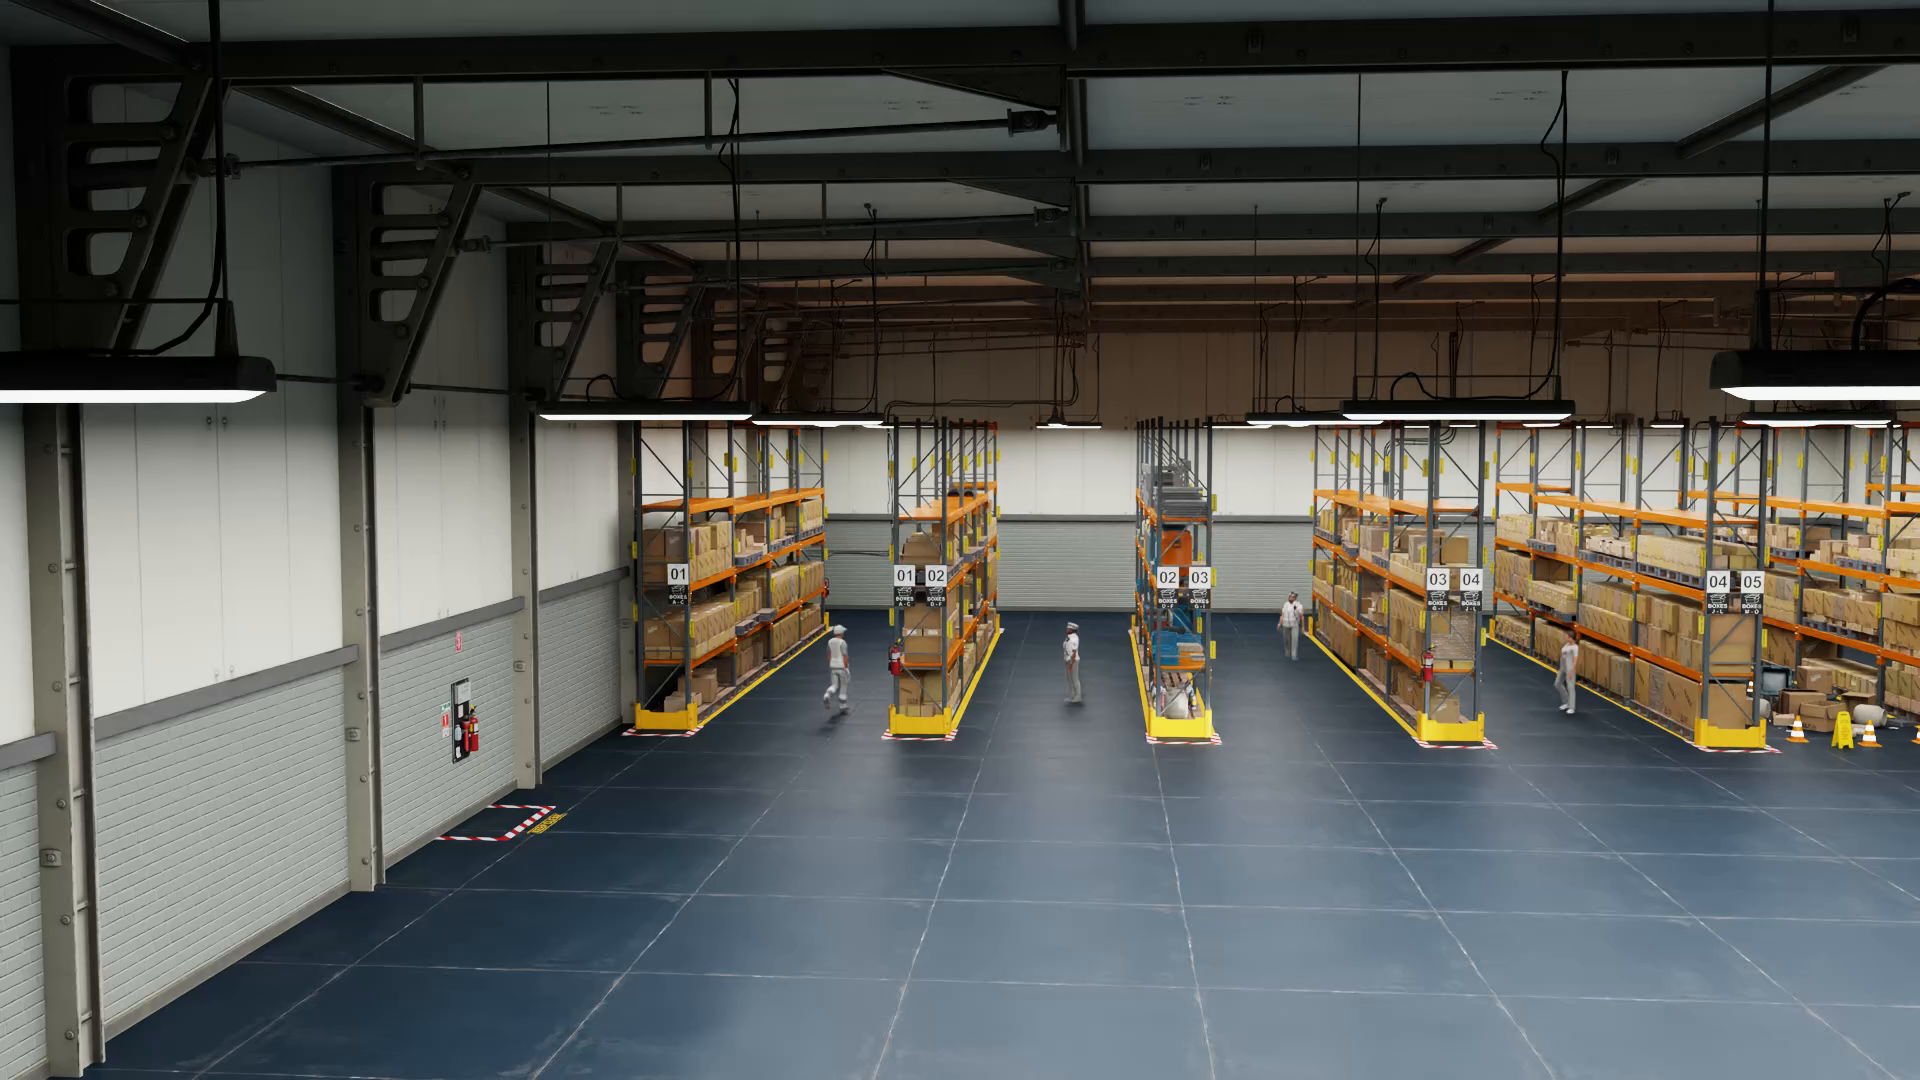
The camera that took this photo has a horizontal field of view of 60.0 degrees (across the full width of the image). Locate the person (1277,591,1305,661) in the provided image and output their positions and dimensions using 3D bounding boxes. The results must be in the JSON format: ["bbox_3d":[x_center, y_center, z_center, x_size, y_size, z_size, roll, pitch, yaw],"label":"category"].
[{"bbox_3d":[8.293,2.120,41.632,0.697,1.712,1.021,1,4,15],"label":"person"}]

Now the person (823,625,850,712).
[{"bbox_3d":[-2.495,2.615,33.838,0.552,1.779,0.725,3,5,37],"label":"person"}]

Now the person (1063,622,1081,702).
[{"bbox_3d":[2.374,2.590,35.210,0.384,1.711,0.504,-1,4,-13],"label":"person"}]

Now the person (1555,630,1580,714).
[{"bbox_3d":[12.400,2.669,33.882,0.416,1.682,0.536,-1,4,-19],"label":"person"}]
